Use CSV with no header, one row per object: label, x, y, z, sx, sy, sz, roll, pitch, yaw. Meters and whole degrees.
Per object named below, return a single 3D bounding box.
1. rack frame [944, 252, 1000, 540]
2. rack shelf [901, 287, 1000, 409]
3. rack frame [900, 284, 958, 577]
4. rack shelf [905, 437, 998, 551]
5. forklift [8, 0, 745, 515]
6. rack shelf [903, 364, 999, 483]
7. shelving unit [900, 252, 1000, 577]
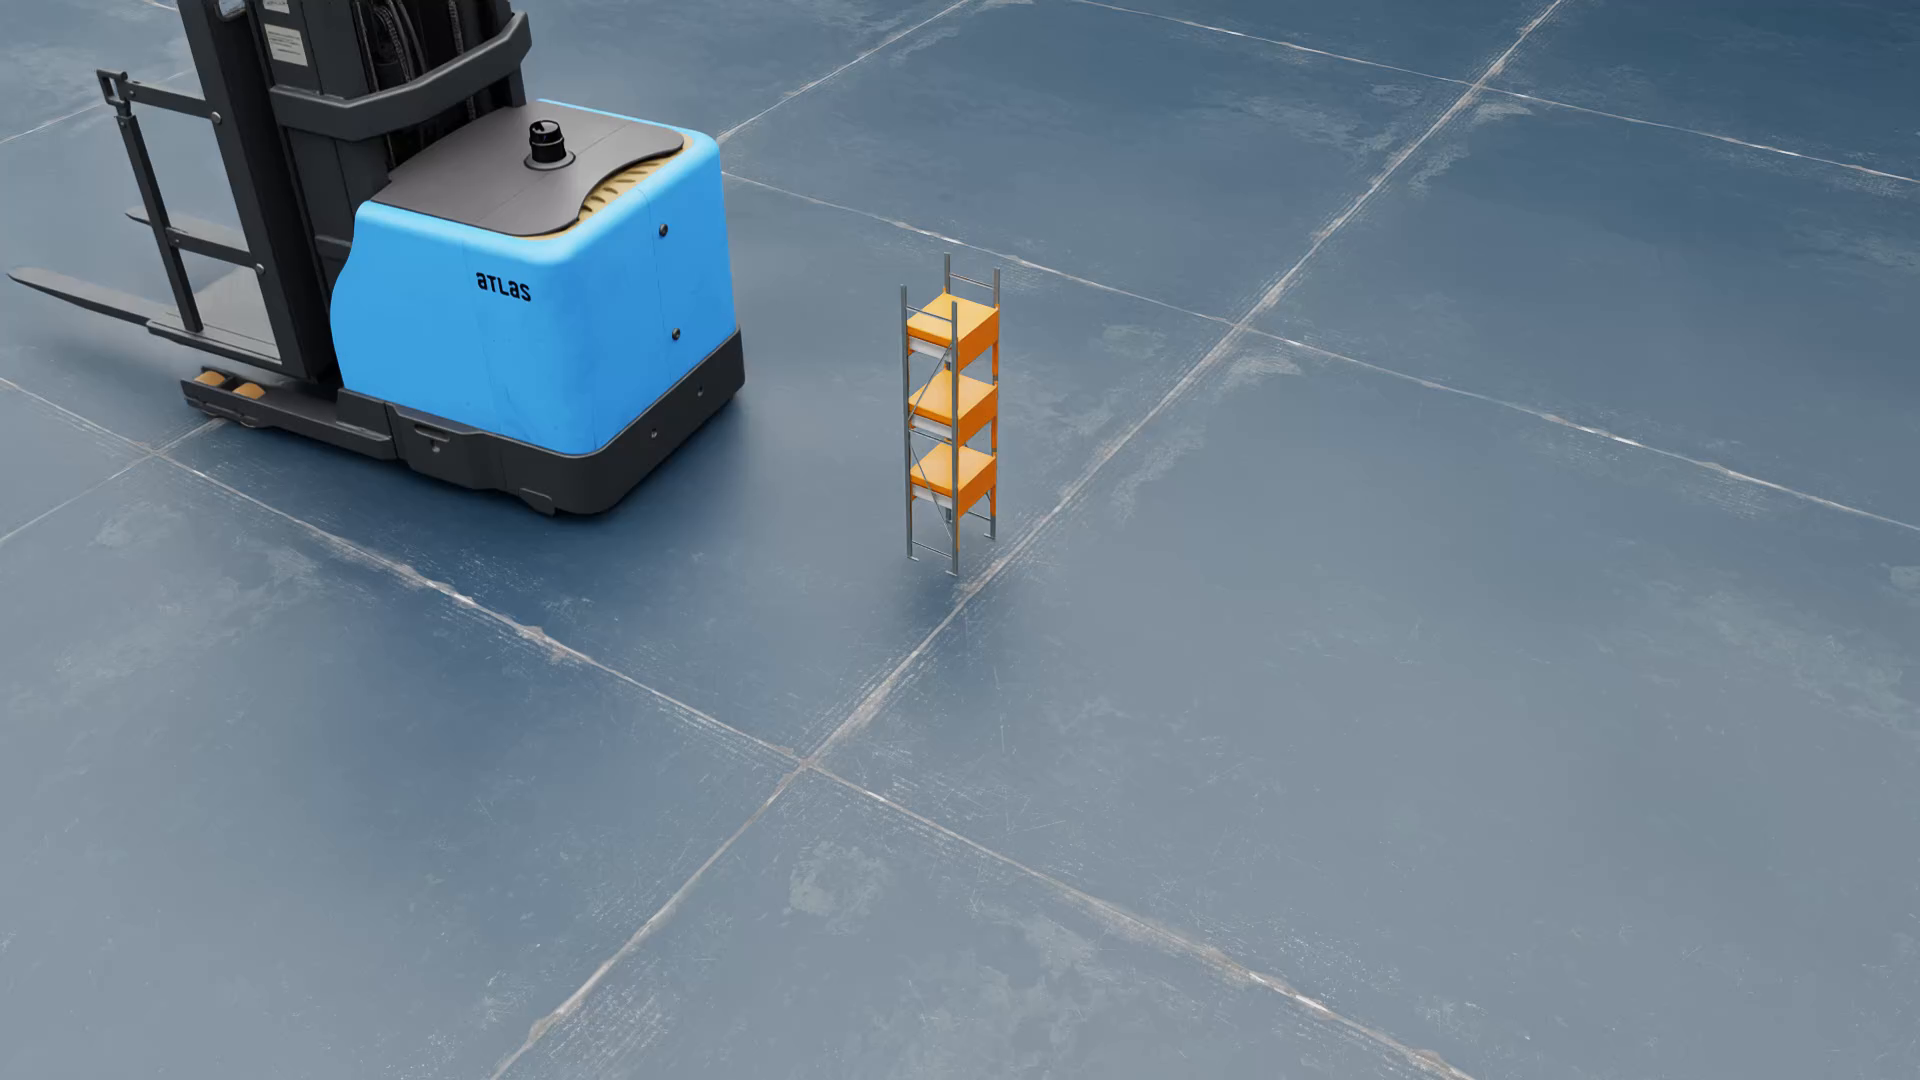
rack frame,0.037,-0.451,5.475,0.200,1.050,0.008,21,42,25
rack shelf,-0.029,-0.605,5.227,0.215,0.259,0.240,21,42,25
rack frame,-0.094,-0.325,5.312,0.200,1.050,0.008,21,42,25
rack shelf,-0.029,-0.160,5.570,0.215,0.259,0.240,21,42,25
forklift,-2.388,-1.859,5.760,3.031,2.935,1.130,16,41,20
rack shelf,-0.029,-0.380,5.400,0.215,0.259,0.240,21,42,25
shelving unit,-0.029,-0.388,5.394,0.215,1.050,0.252,21,42,25
